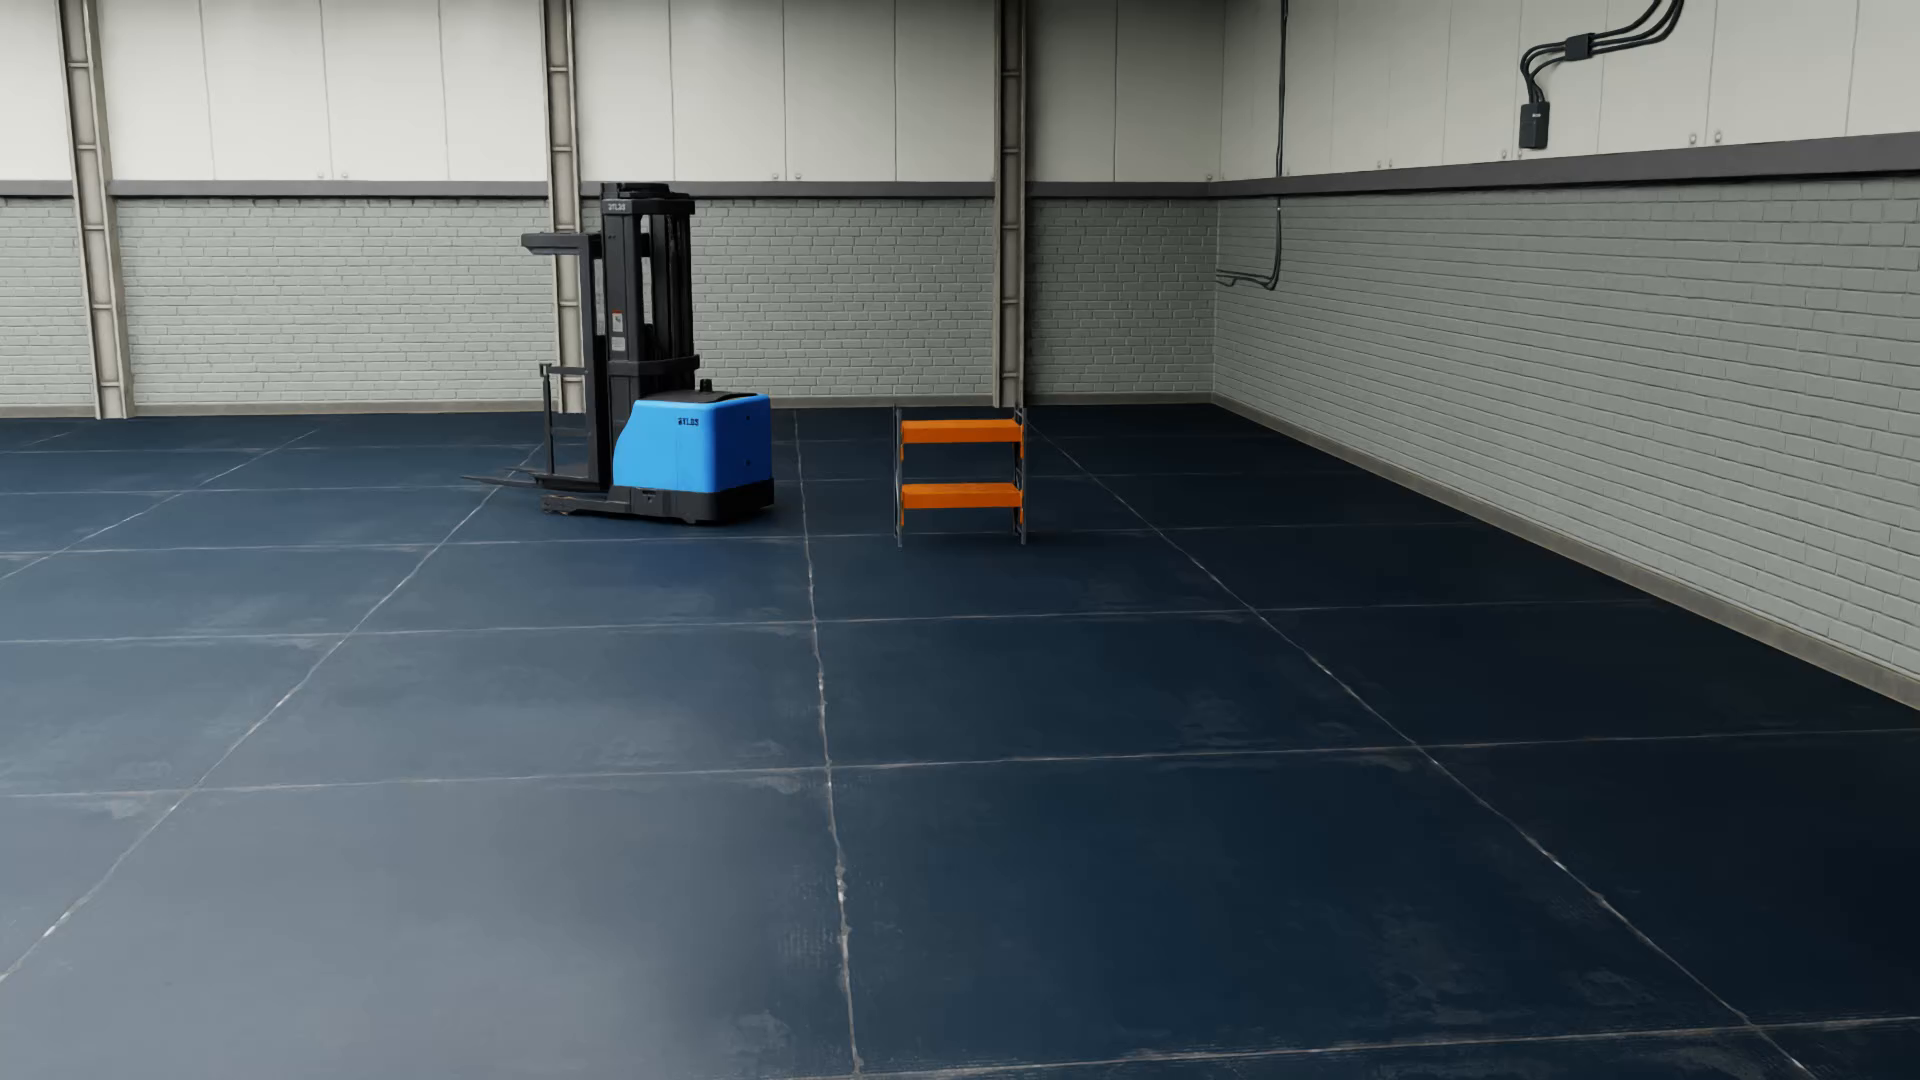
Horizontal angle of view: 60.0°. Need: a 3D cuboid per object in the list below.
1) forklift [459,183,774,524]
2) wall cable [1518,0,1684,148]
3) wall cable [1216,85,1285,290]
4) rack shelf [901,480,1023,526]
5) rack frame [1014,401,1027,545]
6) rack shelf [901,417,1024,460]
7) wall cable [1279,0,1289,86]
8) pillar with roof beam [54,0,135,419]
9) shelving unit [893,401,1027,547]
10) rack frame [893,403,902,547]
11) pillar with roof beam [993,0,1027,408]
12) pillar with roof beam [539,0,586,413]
[{"bbox_3d":[-3.250,-1.750,15.173,3.031,2.935,1.130,5,12,26],"label":"forklift"},{"bbox_3d":[4.760,-5.953,12.004,0.169,6.003,2.305,-1,11,-6],"label":"wall cable"},{"bbox_3d":[3.751,-4.581,21.894,0.112,2.526,3.097,-1,11,-6],"label":"wall cable"},{"bbox_3d":[-0.007,-0.312,13.806,1.000,0.278,0.538,-1,11,-6],"label":"rack shelf"},{"bbox_3d":[0.499,-0.562,13.813,0.032,1.125,0.500,-1,11,-6],"label":"rack frame"},{"bbox_3d":[-0.007,-0.839,13.702,1.000,0.278,0.538,-1,11,-6],"label":"rack shelf"},{"bbox_3d":[4.043,-6.541,18.767,0.112,2.526,3.097,-1,11,-6],"label":"wall cable"},{"bbox_3d":[-10.786,-5.222,17.101,0.400,9.000,9.100,-1,11,-6],"label":"pillar with roof beam"},{"bbox_3d":[-0.007,-0.552,13.759,1.048,1.125,0.538,-1,11,-6],"label":"shelving unit"},{"bbox_3d":[-0.512,-0.541,13.705,0.032,1.125,0.500,-1,11,-6],"label":"rack frame"},{"bbox_3d":[1.144,-5.472,18.372,0.400,9.000,9.100,-1,11,-6],"label":"pillar with roof beam"},{"bbox_3d":[-4.821,-5.347,17.737,0.400,9.000,9.100,-1,11,-6],"label":"pillar with roof beam"}]
